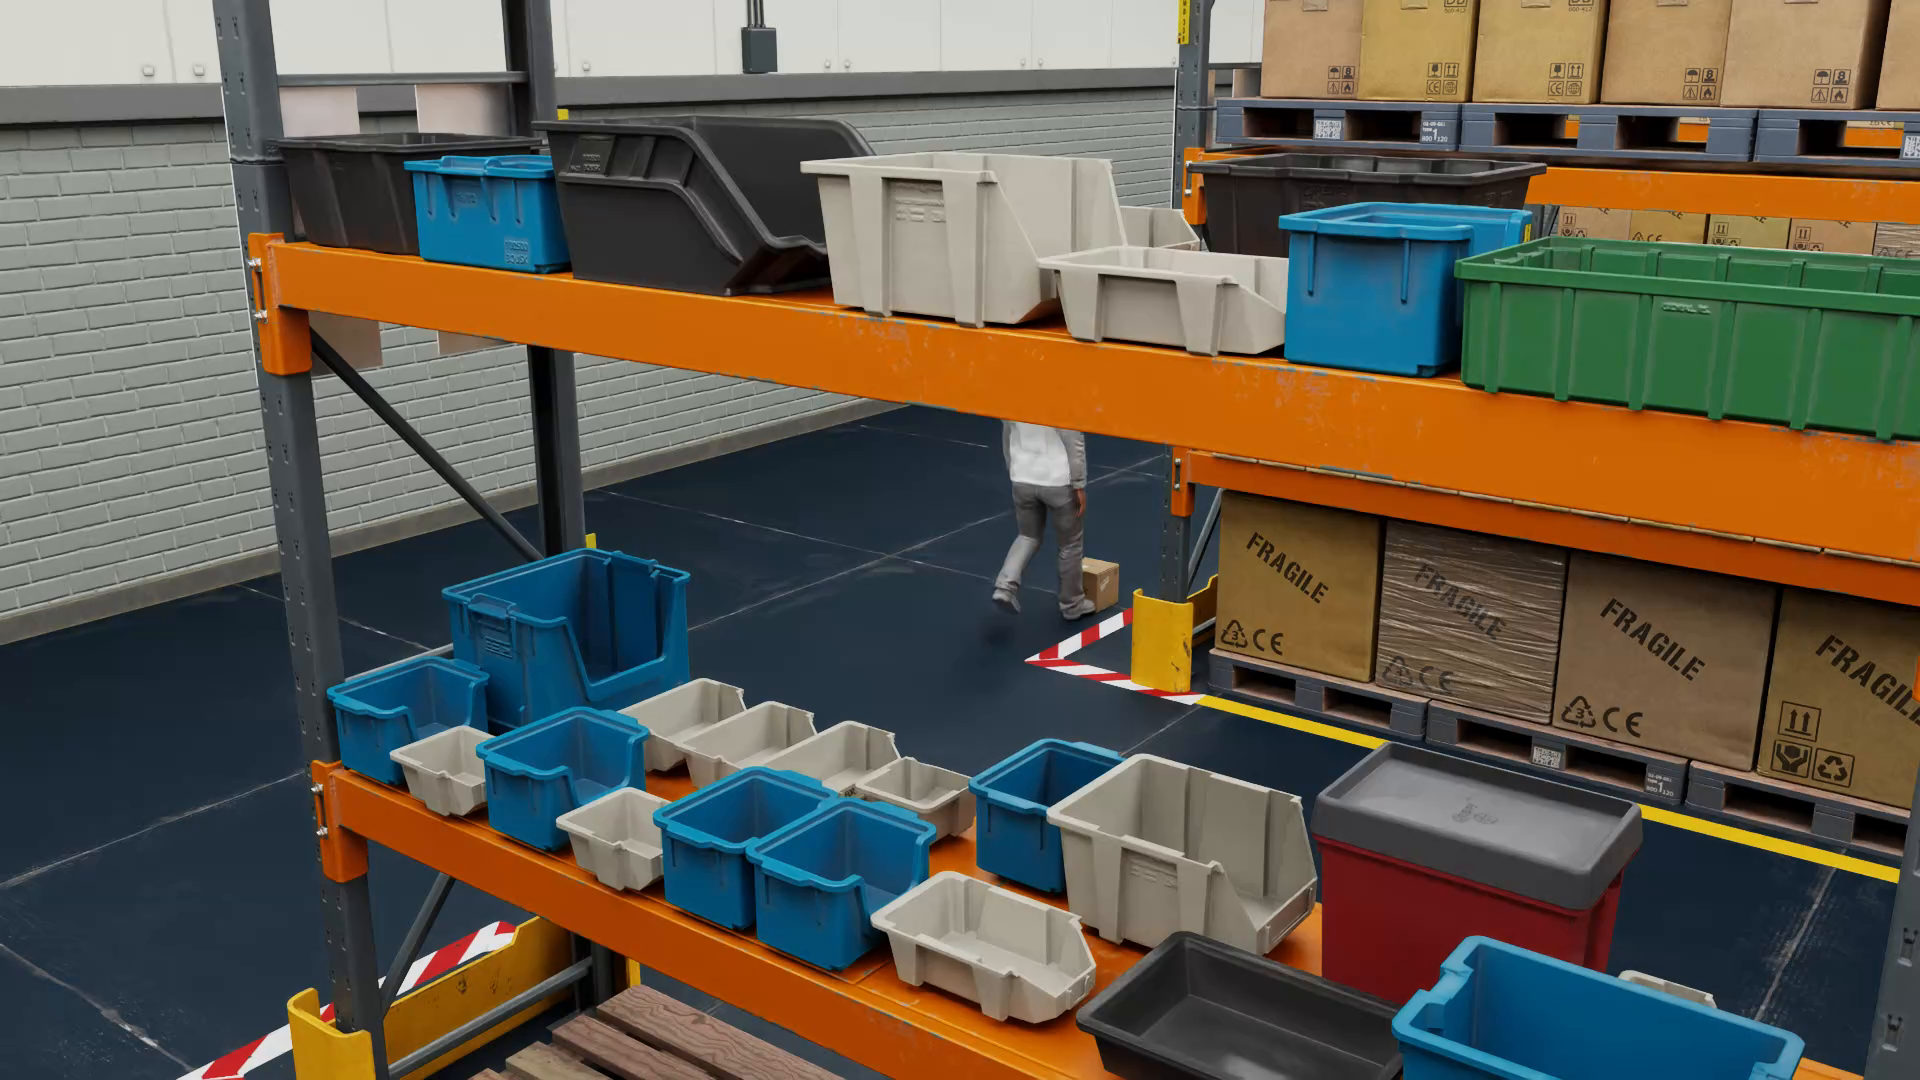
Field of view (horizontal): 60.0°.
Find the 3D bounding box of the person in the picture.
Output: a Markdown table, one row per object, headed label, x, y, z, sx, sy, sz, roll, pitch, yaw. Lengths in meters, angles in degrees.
| label | x | y | z | sx | sy | sz | roll | pitch | yaw |
| --- | --- | --- | --- | --- | --- | --- | --- | --- | --- |
| person | 0.518 | -0.356 | 9.687 | 0.546 | 1.755 | 0.758 | 10 | 19 | 30 |
